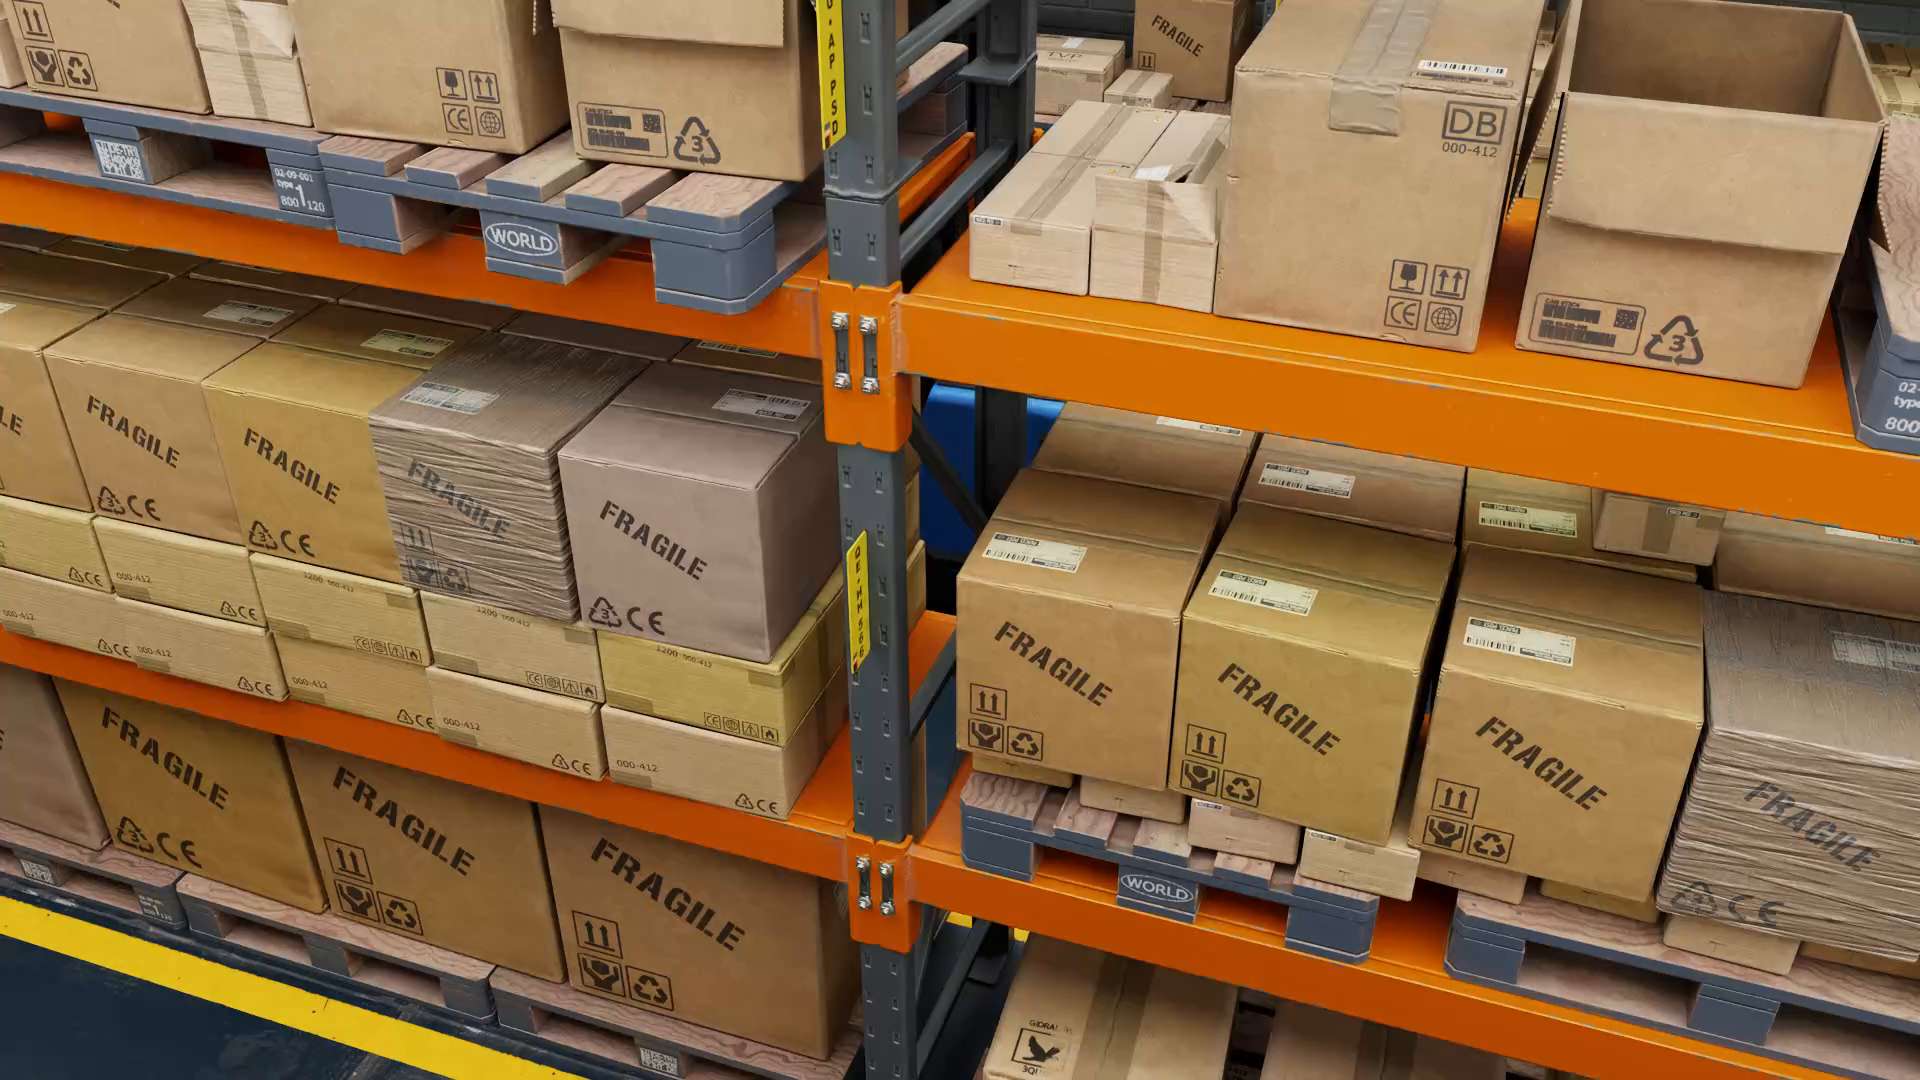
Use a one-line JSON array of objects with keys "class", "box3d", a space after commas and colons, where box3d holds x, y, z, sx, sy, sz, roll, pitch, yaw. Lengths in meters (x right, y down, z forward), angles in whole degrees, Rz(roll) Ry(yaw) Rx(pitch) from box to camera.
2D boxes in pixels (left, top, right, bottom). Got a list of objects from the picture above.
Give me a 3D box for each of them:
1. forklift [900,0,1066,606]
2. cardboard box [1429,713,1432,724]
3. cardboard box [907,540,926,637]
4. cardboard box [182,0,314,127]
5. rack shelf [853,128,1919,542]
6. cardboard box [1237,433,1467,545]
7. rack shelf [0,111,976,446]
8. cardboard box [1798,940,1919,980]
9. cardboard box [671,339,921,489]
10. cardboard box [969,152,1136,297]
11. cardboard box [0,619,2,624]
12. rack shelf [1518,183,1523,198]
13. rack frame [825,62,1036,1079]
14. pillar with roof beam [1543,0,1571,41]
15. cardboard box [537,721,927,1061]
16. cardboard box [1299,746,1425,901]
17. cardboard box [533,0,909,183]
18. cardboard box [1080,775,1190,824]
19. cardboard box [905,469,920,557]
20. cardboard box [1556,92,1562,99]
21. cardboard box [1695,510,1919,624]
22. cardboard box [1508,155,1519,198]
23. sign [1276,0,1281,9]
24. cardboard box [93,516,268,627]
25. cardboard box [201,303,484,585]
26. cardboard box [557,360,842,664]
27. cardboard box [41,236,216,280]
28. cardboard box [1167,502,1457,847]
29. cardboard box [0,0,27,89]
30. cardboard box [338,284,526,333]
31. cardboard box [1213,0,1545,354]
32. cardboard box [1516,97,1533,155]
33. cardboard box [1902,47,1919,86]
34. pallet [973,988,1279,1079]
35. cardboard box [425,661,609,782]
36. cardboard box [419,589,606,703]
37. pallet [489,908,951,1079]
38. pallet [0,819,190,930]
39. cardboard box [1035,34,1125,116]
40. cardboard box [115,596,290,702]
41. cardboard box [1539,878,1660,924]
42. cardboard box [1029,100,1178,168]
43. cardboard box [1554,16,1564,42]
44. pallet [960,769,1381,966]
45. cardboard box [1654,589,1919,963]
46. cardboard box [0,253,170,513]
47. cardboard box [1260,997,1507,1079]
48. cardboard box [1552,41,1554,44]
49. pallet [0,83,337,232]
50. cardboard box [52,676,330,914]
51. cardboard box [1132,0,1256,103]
[{"class": "forklift", "box3d": [-0.661, -1.308, 7.073, 3.031, 2.935, 1.130, 9, 34, 14]}, {"class": "cardboard box", "box3d": [1.374, 0.341, 4.301, 0.250, 0.149, 0.380, 12, 35, 17]}, {"class": "cardboard box", "box3d": [-0.417, 0.188, 4.831, 0.500, 0.250, 0.500, 10, 34, 16]}, {"class": "cardboard box", "box3d": [-1.455, -1.110, 3.676, 0.258, 0.266, 0.396, 10, 34, 15]}, {"class": "rack shelf", "box3d": [1.842, -0.249, 3.268, 4.000, 0.370, 1.077, 11, 34, 16]}, {"class": "cardboard box", "box3d": [0.971, 0.030, 4.185, 0.500, 0.500, 0.500, 10, 34, 16]}, {"class": "rack shelf", "box3d": [-1.924, -0.981, 4.401, 4.000, 0.370, 1.077, 11, 34, 16]}, {"class": "cardboard box", "box3d": [1.978, 0.756, 3.658, 0.250, 0.149, 0.380, 10, 34, 15]}, {"class": "cardboard box", "box3d": [-0.423, -0.334, 4.488, 0.500, 0.500, 0.500, 10, 34, 15]}, {"class": "cardboard box", "box3d": [0.198, -0.667, 3.484, 0.250, 0.149, 0.380, 11, 34, 16]}, {"class": "cardboard box", "box3d": [-2.994, -0.017, 5.149, 0.500, 0.250, 0.500, 10, 34, 15]}, {"class": "rack shelf", "box3d": [3.513, -1.524, 8.008, 4.000, 0.370, 1.077, 11, 34, 16]}, {"class": "rack frame", "box3d": [-0.041, 0.343, 4.453, 0.127, 3.000, 1.000, 11, 34, 16]}, {"class": "pillar with roof beam", "box3d": [1.709, -2.736, 3.691, 0.400, 9.000, 9.100, 11, 34, 16]}, {"class": "cardboard box", "box3d": [-0.663, 0.891, 5.177, 0.875, 0.875, 0.875, 11, 34, 16]}, {"class": "cardboard box", "box3d": [0.951, 0.630, 3.853, 0.250, 0.149, 0.380, 11, 34, 17]}, {"class": "cardboard box", "box3d": [-0.447, -1.129, 3.485, 0.637, 0.503, 0.797, 9, 34, 14]}, {"class": "cardboard box", "box3d": [0.457, 0.496, 4.062, 0.250, 0.149, 0.380, 9, 34, 14]}, {"class": "cardboard box", "box3d": [-0.435, -0.023, 4.697, 0.500, 0.250, 0.500, 11, 34, 16]}, {"class": "cardboard box", "box3d": [2.830, -2.144, 7.615, 0.250, 0.149, 0.380, 11, 35, 17]}, {"class": "cardboard box", "box3d": [1.960, 0.222, 3.887, 0.500, 0.500, 0.500, 10, 34, 15]}, {"class": "cardboard box", "box3d": [2.437, -1.829, 7.955, 0.500, 0.250, 0.500, 10, 34, 15]}, {"class": "sign", "box3d": [1.456, -2.366, 7.655, 0.005, 0.325, 0.100, 11, 34, 16]}, {"class": "cardboard box", "box3d": [-2.044, -0.033, 4.713, 0.500, 0.250, 0.500, 10, 34, 15]}, {"class": "cardboard box", "box3d": [-1.567, -0.264, 4.379, 0.500, 0.500, 0.500, 11, 34, 17]}, {"class": "cardboard box", "box3d": [-0.616, -0.080, 4.094, 0.500, 0.500, 0.500, 10, 34, 15]}, {"class": "cardboard box", "box3d": [-2.341, -0.704, 5.060, 0.500, 0.500, 0.500, 12, 35, 18]}, {"class": "cardboard box", "box3d": [0.798, 0.292, 3.779, 0.500, 0.500, 0.500, 13, 35, 19]}, {"class": "cardboard box", "box3d": [-2.204, -1.256, 3.901, 0.258, 0.266, 0.396, 14, 35, 20]}, {"class": "cardboard box", "box3d": [-1.375, -0.522, 4.780, 0.500, 0.500, 0.500, 12, 35, 18]}, {"class": "cardboard box", "box3d": [0.848, -0.780, 3.336, 0.500, 0.500, 0.700, 11, 34, 16]}, {"class": "cardboard box", "box3d": [2.436, -2.041, 7.823, 0.500, 0.250, 0.500, 12, 35, 18]}, {"class": "cardboard box", "box3d": [4.420, -2.107, 7.557, 0.250, 0.149, 0.380, 11, 34, 16]}, {"class": "pallet", "box3d": [0.694, 1.658, 4.987, 1.213, 0.211, 1.003, 11, 34, 16]}, {"class": "cardboard box", "box3d": [-1.091, 0.361, 4.564, 0.500, 0.250, 0.500, 12, 35, 17]}, {"class": "cardboard box", "box3d": [-1.066, 0.145, 4.437, 0.500, 0.250, 0.500, 10, 34, 15]}, {"class": "pallet", "box3d": [-0.758, 1.332, 5.493, 1.213, 0.211, 1.003, 11, 34, 16]}, {"class": "pallet", "box3d": [-3.055, 0.885, 6.184, 1.213, 0.211, 1.003, 11, 34, 16]}, {"class": "cardboard box", "box3d": [0.528, -2.333, 8.350, 0.500, 0.250, 0.500, 9, 34, 14]}, {"class": "cardboard box", "box3d": [-2.049, 0.182, 4.842, 0.500, 0.250, 0.500, 10, 34, 16]}, {"class": "cardboard box", "box3d": [1.483, 0.666, 3.797, 0.250, 0.149, 0.380, 12, 35, 18]}, {"class": "cardboard box", "box3d": [0.327, -0.861, 3.784, 0.250, 0.149, 0.380, 11, 34, 16]}, {"class": "cardboard box", "box3d": [2.986, -2.384, 7.987, 0.250, 0.149, 0.380, 11, 34, 16]}, {"class": "pallet", "box3d": [0.666, 0.500, 4.387, 1.003, 0.211, 1.213, 11, 34, 16]}, {"class": "cardboard box", "box3d": [1.768, 0.481, 3.486, 0.500, 0.500, 0.500, 10, 34, 15]}, {"class": "cardboard box", "box3d": [-2.530, -0.452, 4.670, 0.500, 0.500, 0.500, 10, 34, 15]}, {"class": "cardboard box", "box3d": [1.185, 1.510, 4.681, 0.625, 0.372, 0.950, 10, 34, 16]}, {"class": "cardboard box", "box3d": [3.099, -2.213, 8.090, 0.500, 0.250, 0.500, 11, 34, 16]}, {"class": "pallet", "box3d": [-1.719, -1.132, 4.146, 1.213, 0.211, 1.003, 13, 35, 19]}, {"class": "cardboard box", "box3d": [-2.343, 0.561, 5.687, 0.875, 0.875, 0.875, 12, 35, 18]}, {"class": "cardboard box", "box3d": [1.198, -2.585, 8.508, 0.500, 0.500, 0.500, 13, 35, 19]}]
